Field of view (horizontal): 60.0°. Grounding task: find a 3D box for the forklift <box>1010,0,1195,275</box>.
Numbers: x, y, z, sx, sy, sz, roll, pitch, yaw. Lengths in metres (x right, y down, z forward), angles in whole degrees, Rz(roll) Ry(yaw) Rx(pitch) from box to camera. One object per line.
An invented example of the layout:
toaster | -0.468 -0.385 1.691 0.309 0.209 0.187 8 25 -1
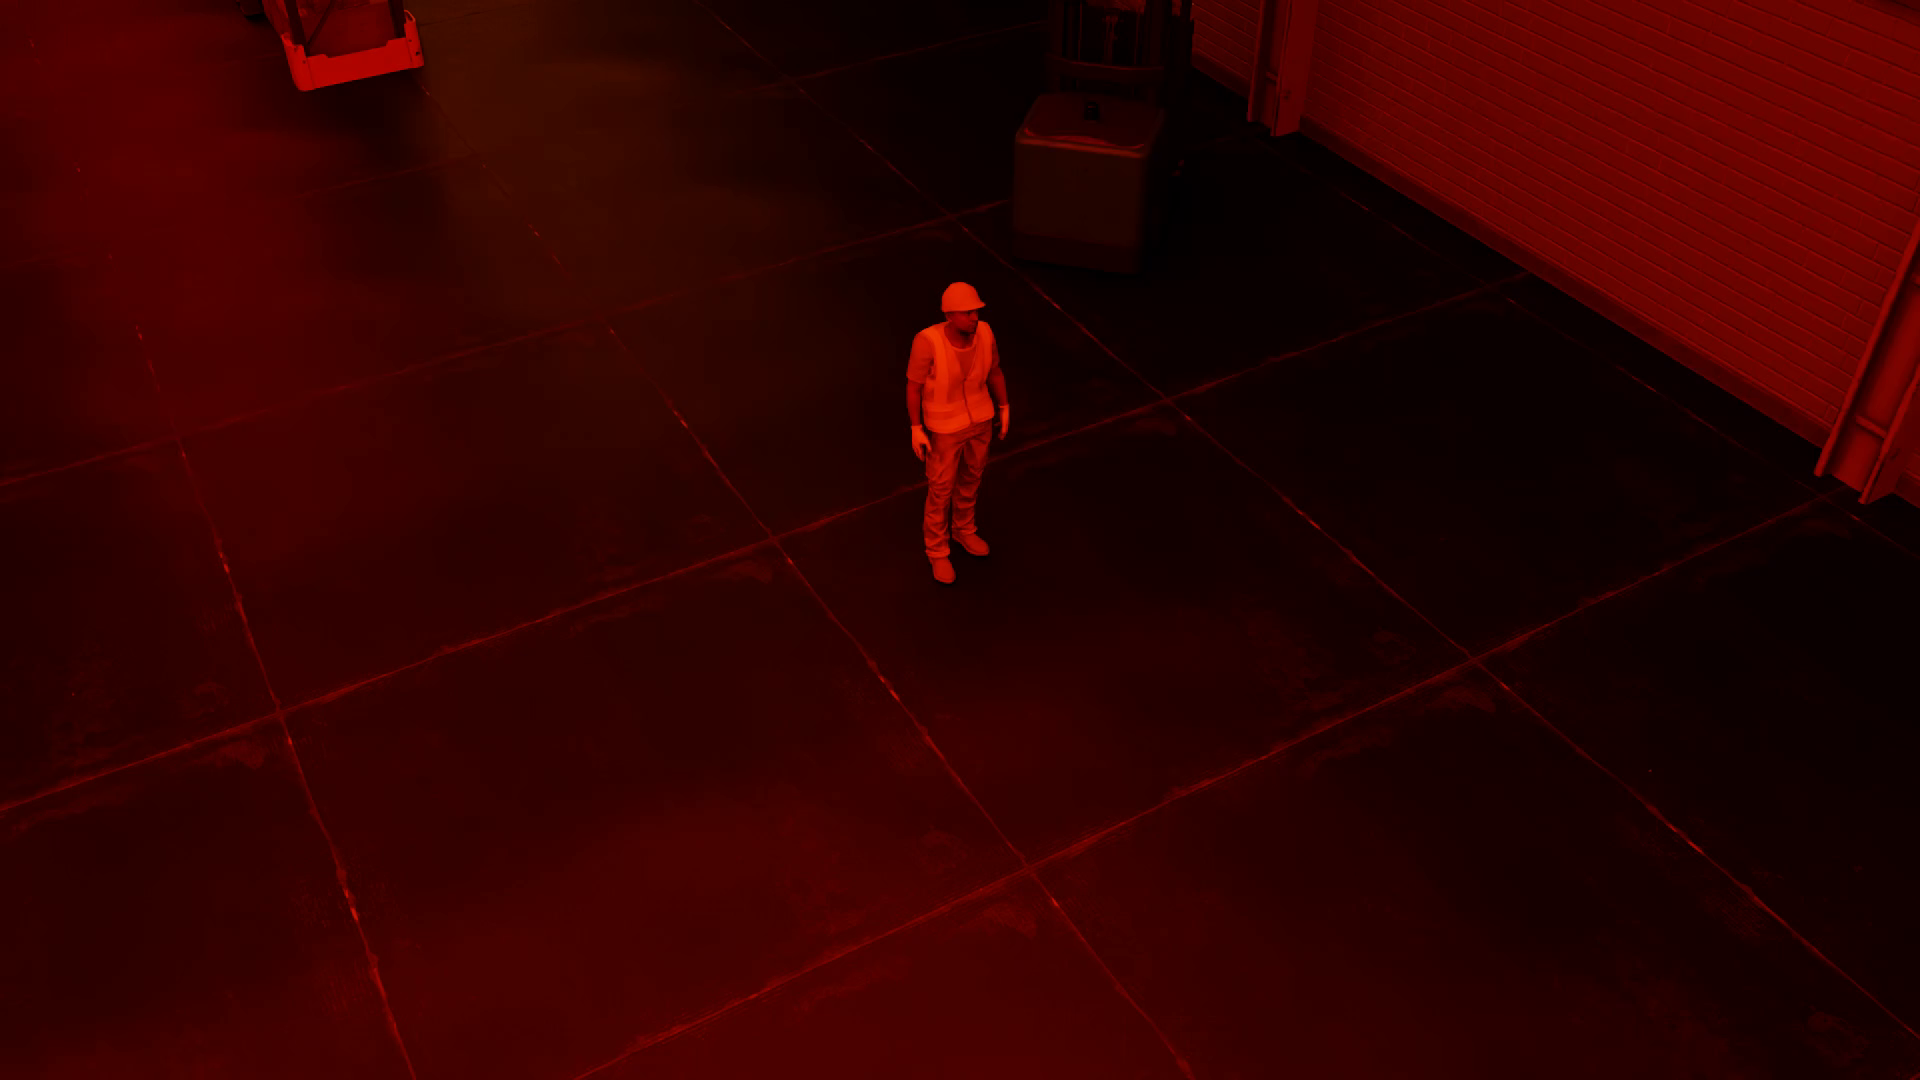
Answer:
forklift | 1.284 -4.096 12.974 1.130 2.935 3.031 10 41 12

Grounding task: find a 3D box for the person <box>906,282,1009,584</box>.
person | 0.028 -0.650 9.707 0.656 1.782 0.577 -20 44 -23
